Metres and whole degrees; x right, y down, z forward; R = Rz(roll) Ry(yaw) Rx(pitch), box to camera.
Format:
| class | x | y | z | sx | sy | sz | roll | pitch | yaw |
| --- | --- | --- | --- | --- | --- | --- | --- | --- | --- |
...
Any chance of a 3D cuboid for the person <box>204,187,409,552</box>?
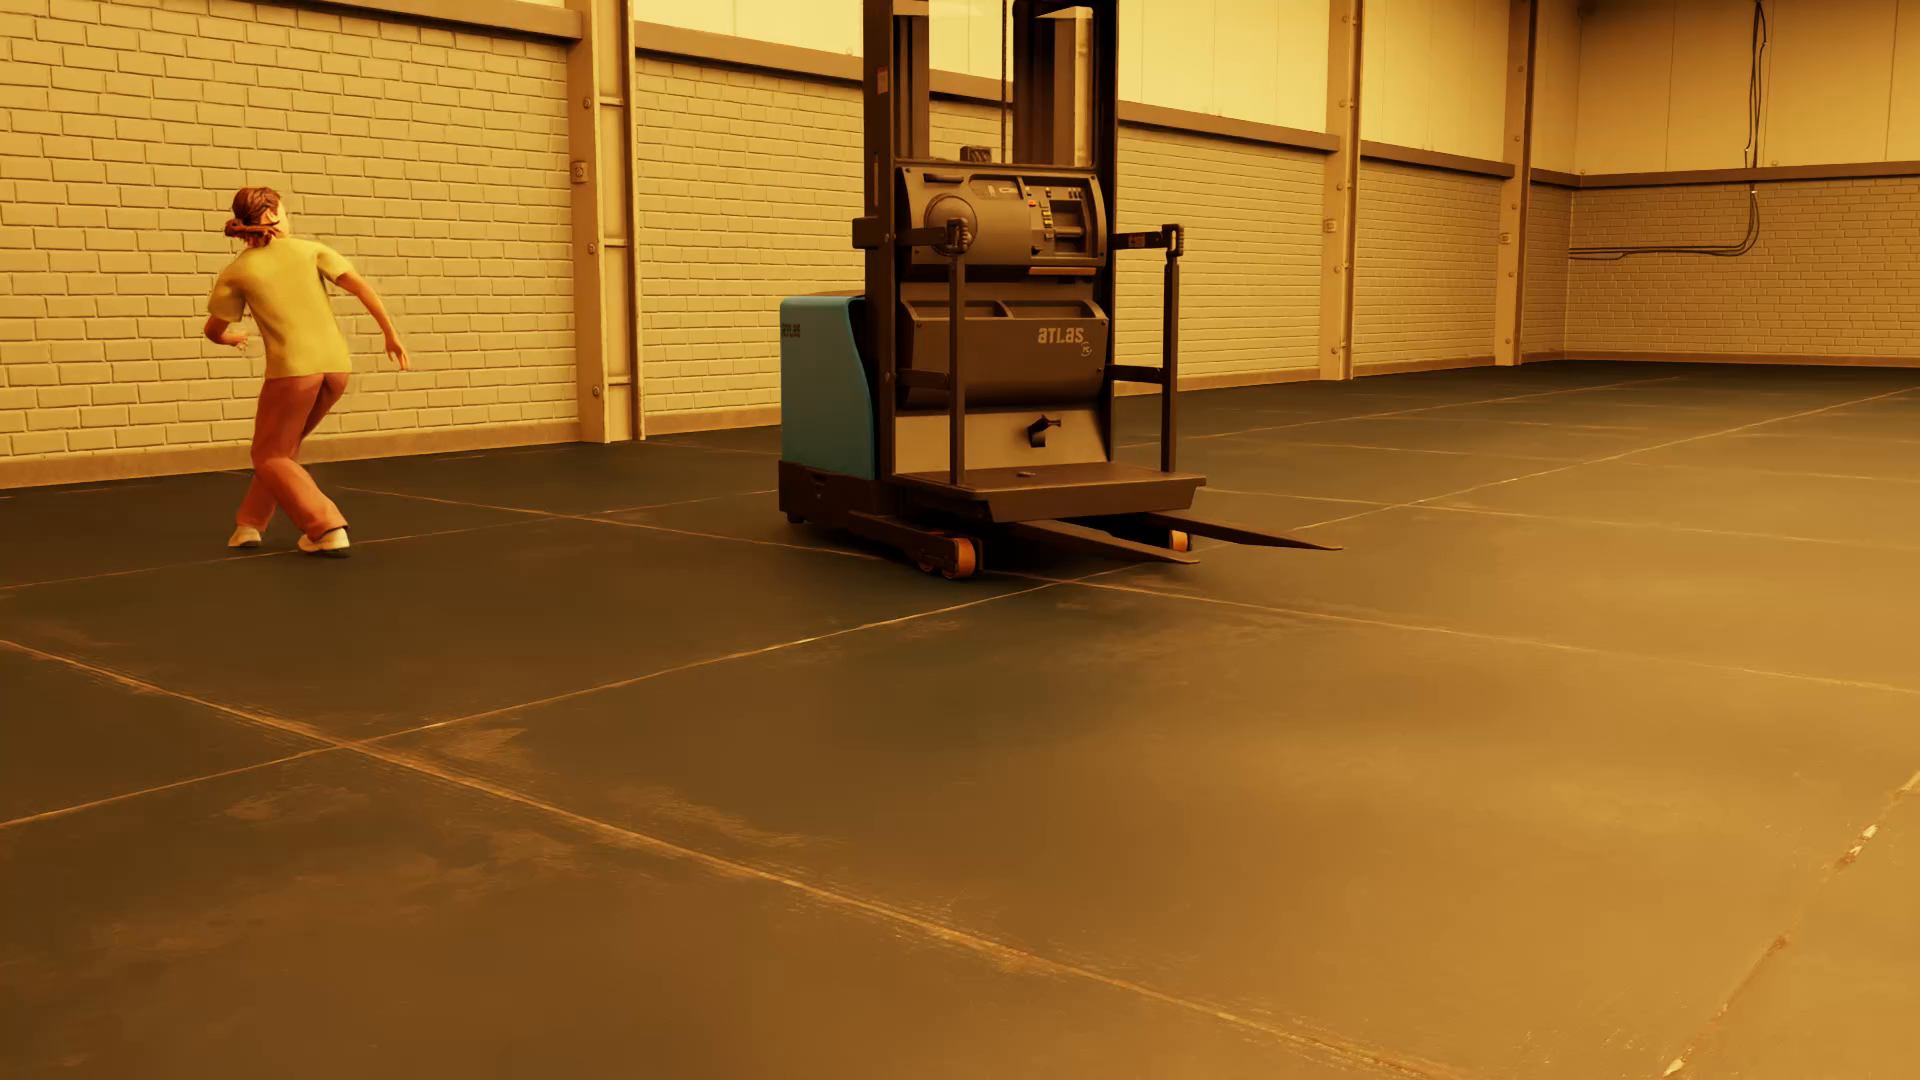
| class | x | y | z | sx | sy | sz | roll | pitch | yaw |
| --- | --- | --- | --- | --- | --- | --- | --- | --- | --- |
| person | -2.801 | -0.714 | 7.067 | 0.754 | 1.538 | 0.706 | 8 | 12 | 44 |

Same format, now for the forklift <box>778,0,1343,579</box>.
| class | x | y | z | sx | sy | sz | roll | pitch | yaw |
| --- | --- | --- | --- | --- | --- | --- | --- | --- | --- |
| forklift | 0.294 | -1.373 | 6.664 | 1.130 | 2.935 | 3.031 | -5 | 9 | -28 |
